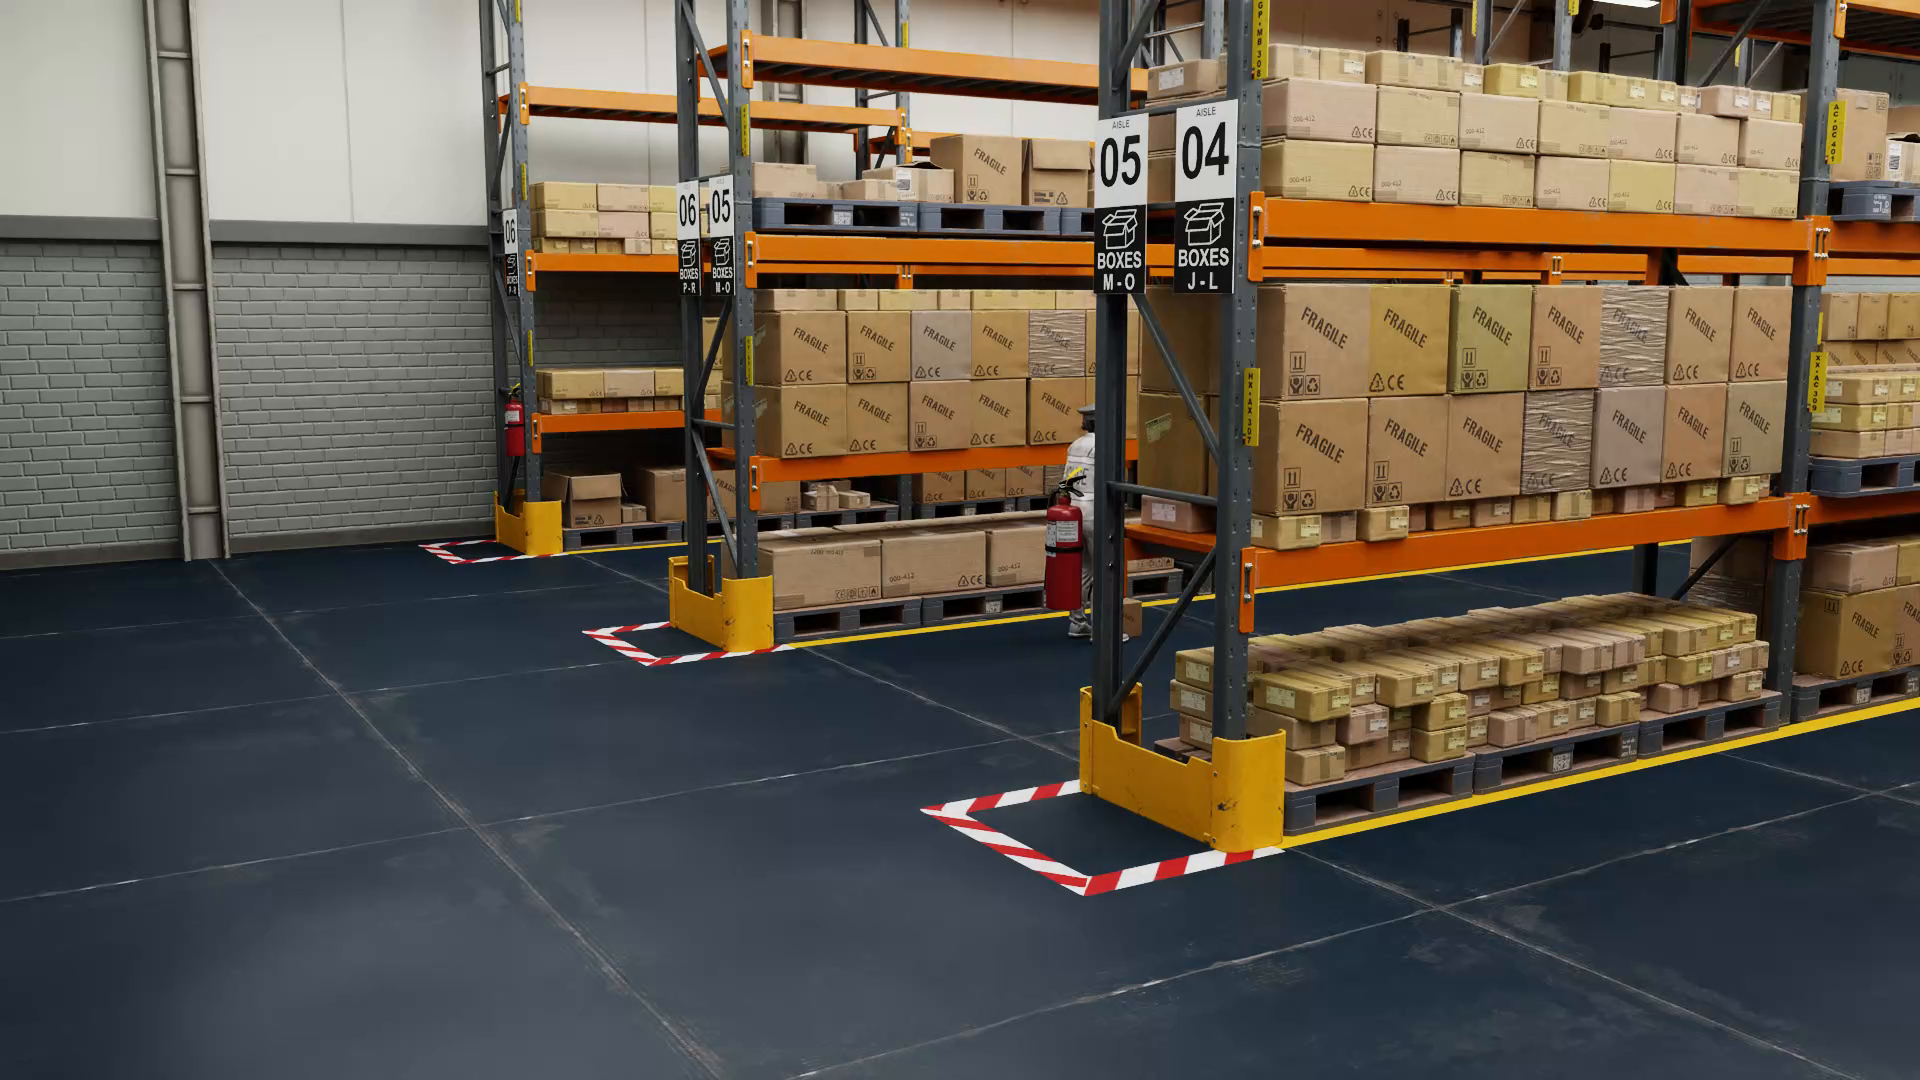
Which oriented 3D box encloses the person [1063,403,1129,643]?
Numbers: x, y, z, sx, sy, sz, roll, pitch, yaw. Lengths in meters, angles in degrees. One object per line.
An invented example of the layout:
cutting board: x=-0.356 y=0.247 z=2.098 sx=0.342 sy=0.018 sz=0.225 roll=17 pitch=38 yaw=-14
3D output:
person: x=0.924 y=-0.126 z=11.678 sx=0.373 sy=1.665 sz=0.542 roll=-5 pitch=10 yaw=-33
